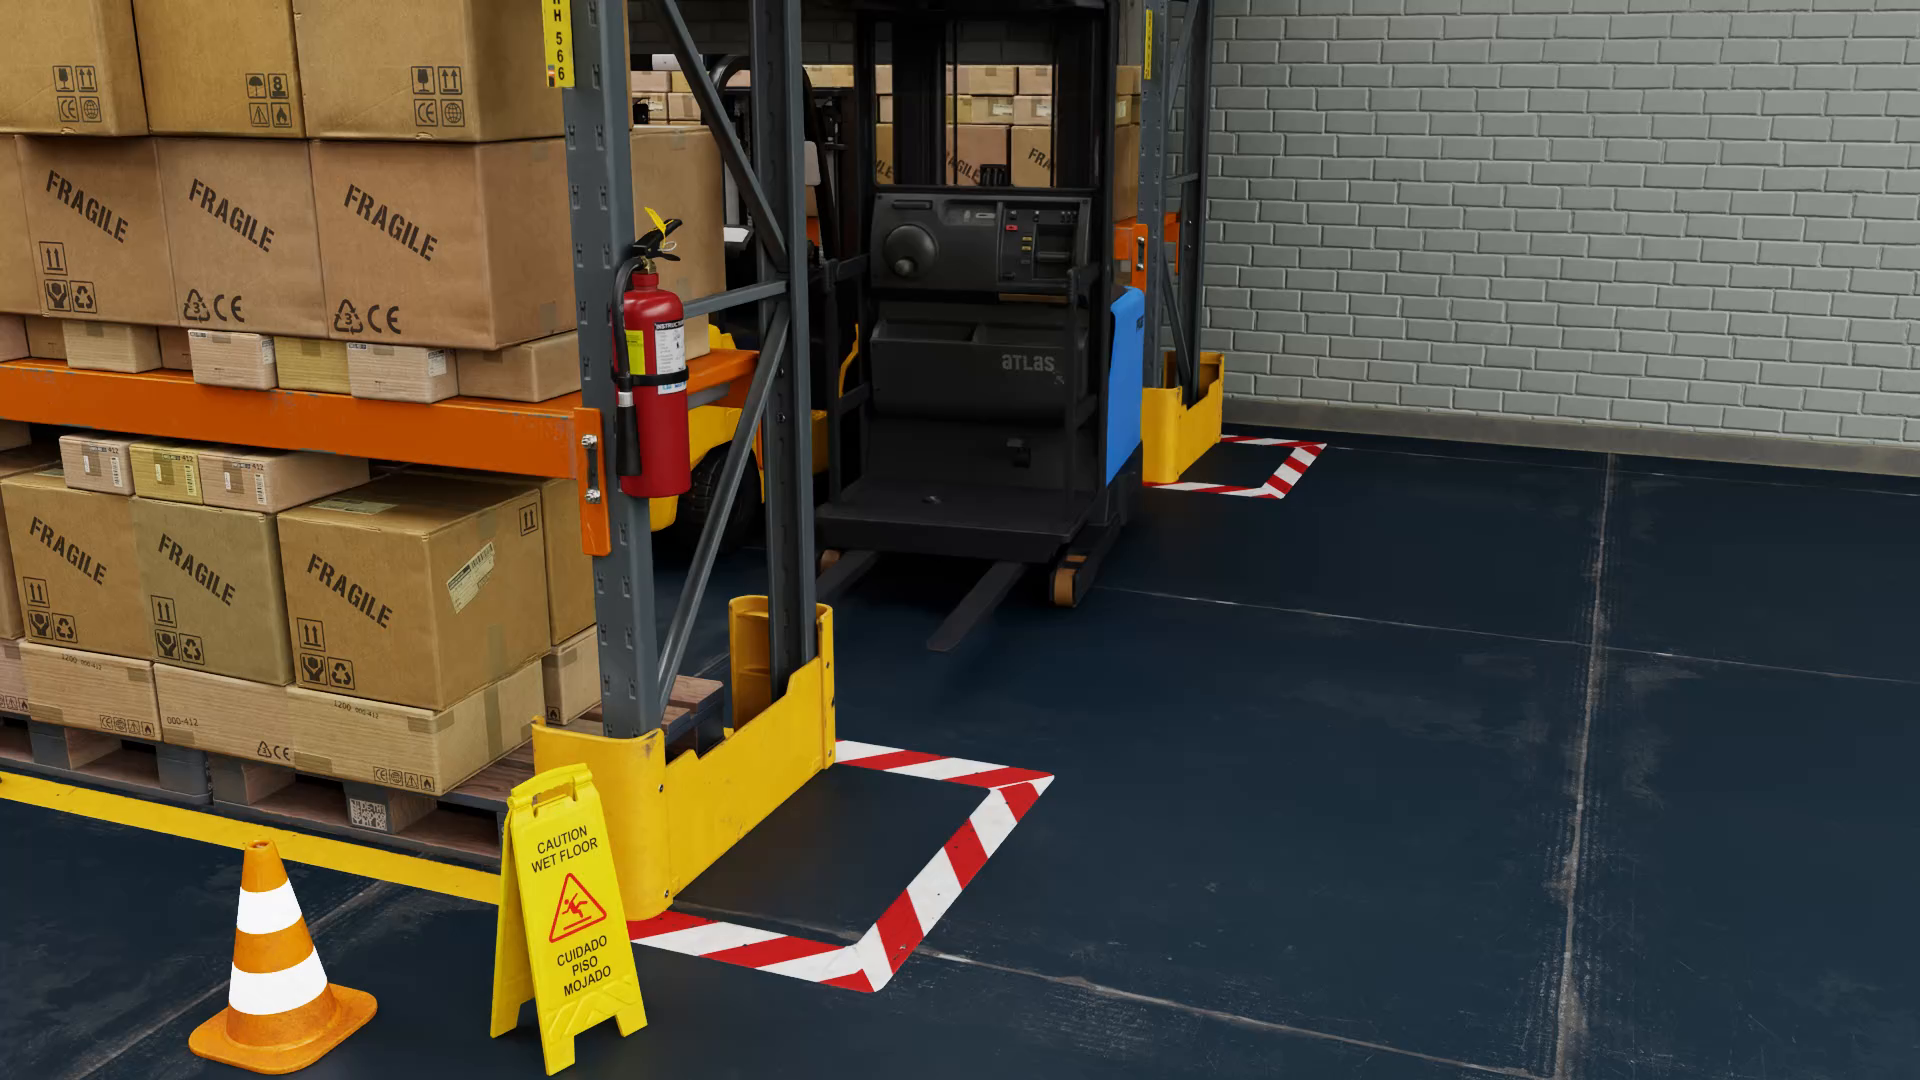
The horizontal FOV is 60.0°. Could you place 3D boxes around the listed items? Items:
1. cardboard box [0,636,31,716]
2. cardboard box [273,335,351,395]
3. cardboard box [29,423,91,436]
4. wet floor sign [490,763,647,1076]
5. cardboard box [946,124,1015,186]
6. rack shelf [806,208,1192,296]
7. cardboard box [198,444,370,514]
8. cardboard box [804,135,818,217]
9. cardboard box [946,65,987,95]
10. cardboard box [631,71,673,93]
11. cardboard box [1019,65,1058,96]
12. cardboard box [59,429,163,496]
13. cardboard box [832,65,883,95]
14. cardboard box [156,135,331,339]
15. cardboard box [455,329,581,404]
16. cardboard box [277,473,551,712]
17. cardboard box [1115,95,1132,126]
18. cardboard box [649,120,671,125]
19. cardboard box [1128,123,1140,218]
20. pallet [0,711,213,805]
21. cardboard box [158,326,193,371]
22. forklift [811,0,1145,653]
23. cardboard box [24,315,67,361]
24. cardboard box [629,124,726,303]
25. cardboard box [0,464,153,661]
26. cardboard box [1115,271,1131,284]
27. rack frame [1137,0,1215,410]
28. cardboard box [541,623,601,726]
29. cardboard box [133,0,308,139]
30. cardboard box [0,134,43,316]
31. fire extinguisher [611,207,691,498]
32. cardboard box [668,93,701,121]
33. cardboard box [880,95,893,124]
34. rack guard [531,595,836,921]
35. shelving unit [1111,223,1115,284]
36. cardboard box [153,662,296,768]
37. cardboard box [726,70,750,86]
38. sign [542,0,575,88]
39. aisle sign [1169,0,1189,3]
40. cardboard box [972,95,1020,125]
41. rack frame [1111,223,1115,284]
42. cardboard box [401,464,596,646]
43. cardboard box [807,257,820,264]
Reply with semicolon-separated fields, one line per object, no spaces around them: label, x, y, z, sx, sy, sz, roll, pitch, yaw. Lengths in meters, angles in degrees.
cardboard box;-2.955;0.332;5.329;0.500;0.250;0.500;6;17;20
cardboard box;-1.612;-0.505;4.482;0.250;0.149;0.380;6;17;20
cardboard box;-2.802;-0.170;5.711;0.500;0.500;0.500;7;18;24
wet floor sign;-0.894;0.814;3.712;0.232;0.644;0.267;14;21;40
cardboard box;0.106;-1.987;8.959;0.500;0.500;0.500;7;18;22
rack shelf;-0.721;-1.760;9.648;4.000;0.370;1.077;6;17;21
cardboard box;-1.886;-0.201;4.655;0.250;0.149;0.380;7;18;22
cardboard box;-0.843;-2.088;9.306;0.500;0.500;0.500;6;17;21
cardboard box;0.030;-2.467;8.916;0.250;0.149;0.380;6;17;21
cardboard box;-1.675;-2.623;9.453;0.250;0.149;0.380;7;17;22
cardboard box;0.488;-2.403;8.694;0.250;0.149;0.380;6;17;21
cardboard box;-2.363;-0.255;4.841;0.250;0.149;0.380;7;18;23
cardboard box;-0.495;-2.490;8.995;0.250;0.149;0.380;7;17;22
cardboard box;-1.749;-0.841;4.477;0.500;0.500;0.500;6;17;21
cardboard box;-1.105;-0.476;4.383;0.250;0.149;0.380;7;18;22
cardboard box;-1.519;0.131;4.676;0.500;0.500;0.500;6;17;21
cardboard box;0.714;-2.224;8.610;0.250;0.149;0.380;7;17;21
cardboard box;-1.774;-2.196;9.680;0.500;0.500;0.500;7;17;22
cardboard box;0.780;-2.072;9.251;0.500;0.500;0.500;7;18;22
pallet;-2.623;0.500;5.572;1.213;0.211;1.003;6;17;21
cardboard box;-2.049;-0.586;4.762;0.250;0.149;0.380;7;17;21
forklift;0.027;-1.251;6.726;1.130;2.935;3.031;4;17;15
cardboard box;-2.520;-0.637;4.939;0.250;0.149;0.380;6;17;21
cardboard box;-1.017;-0.925;4.766;0.500;0.500;0.500;6;17;20
cardboard box;-2.473;0.025;5.041;0.500;0.500;0.500;6;17;19
cardboard box;0.762;-1.361;9.366;0.500;0.250;0.500;6;17;20
rack frame;1.139;-1.901;8.843;0.127;3.000;1.000;6;17;21
cardboard box;-1.327;0.351;5.263;0.500;0.250;0.500;6;17;20
cardboard box;-1.702;-1.334;4.382;0.500;0.500;0.700;6;17;21
cardboard box;-2.677;-0.950;4.852;0.500;0.500;0.500;6;17;21
fire extinguisher;-0.741;-0.445;3.966;0.183;0.674;0.296;6;17;21
cardboard box;-1.442;-2.452;9.397;0.250;0.149;0.380;6;17;20
cardboard box;-0.246;-2.328;8.969;0.250;0.149;0.380;6;17;19
rack guard;-0.749;0.579;4.782;0.348;0.500;1.175;6;17;21
shelving unit;0.248;-1.026;8.569;1.048;1.125;0.538;1;17;14
cardboard box;-2.008;0.437;4.966;0.500;0.250;0.500;6;17;21
cardboard box;-1.167;-2.592;9.346;0.250;0.149;0.380;6;17;20
sign;-0.901;-1.179;3.713;0.005;0.325;0.100;6;17;21
aisle sign;1.093;-3.067;8.195;0.004;0.787;0.394;6;17;21
cardboard box;0.246;-2.284;8.820;0.250;0.149;0.380;7;17;22
rack frame;0.741;-1.016;8.446;0.032;1.125;0.500;1;17;14
cardboard box;-1.350;-0.011;5.166;0.500;0.500;0.500;6;17;19
cardboard box;-1.110;-1.568;10.081;0.500;0.250;0.500;6;17;21
